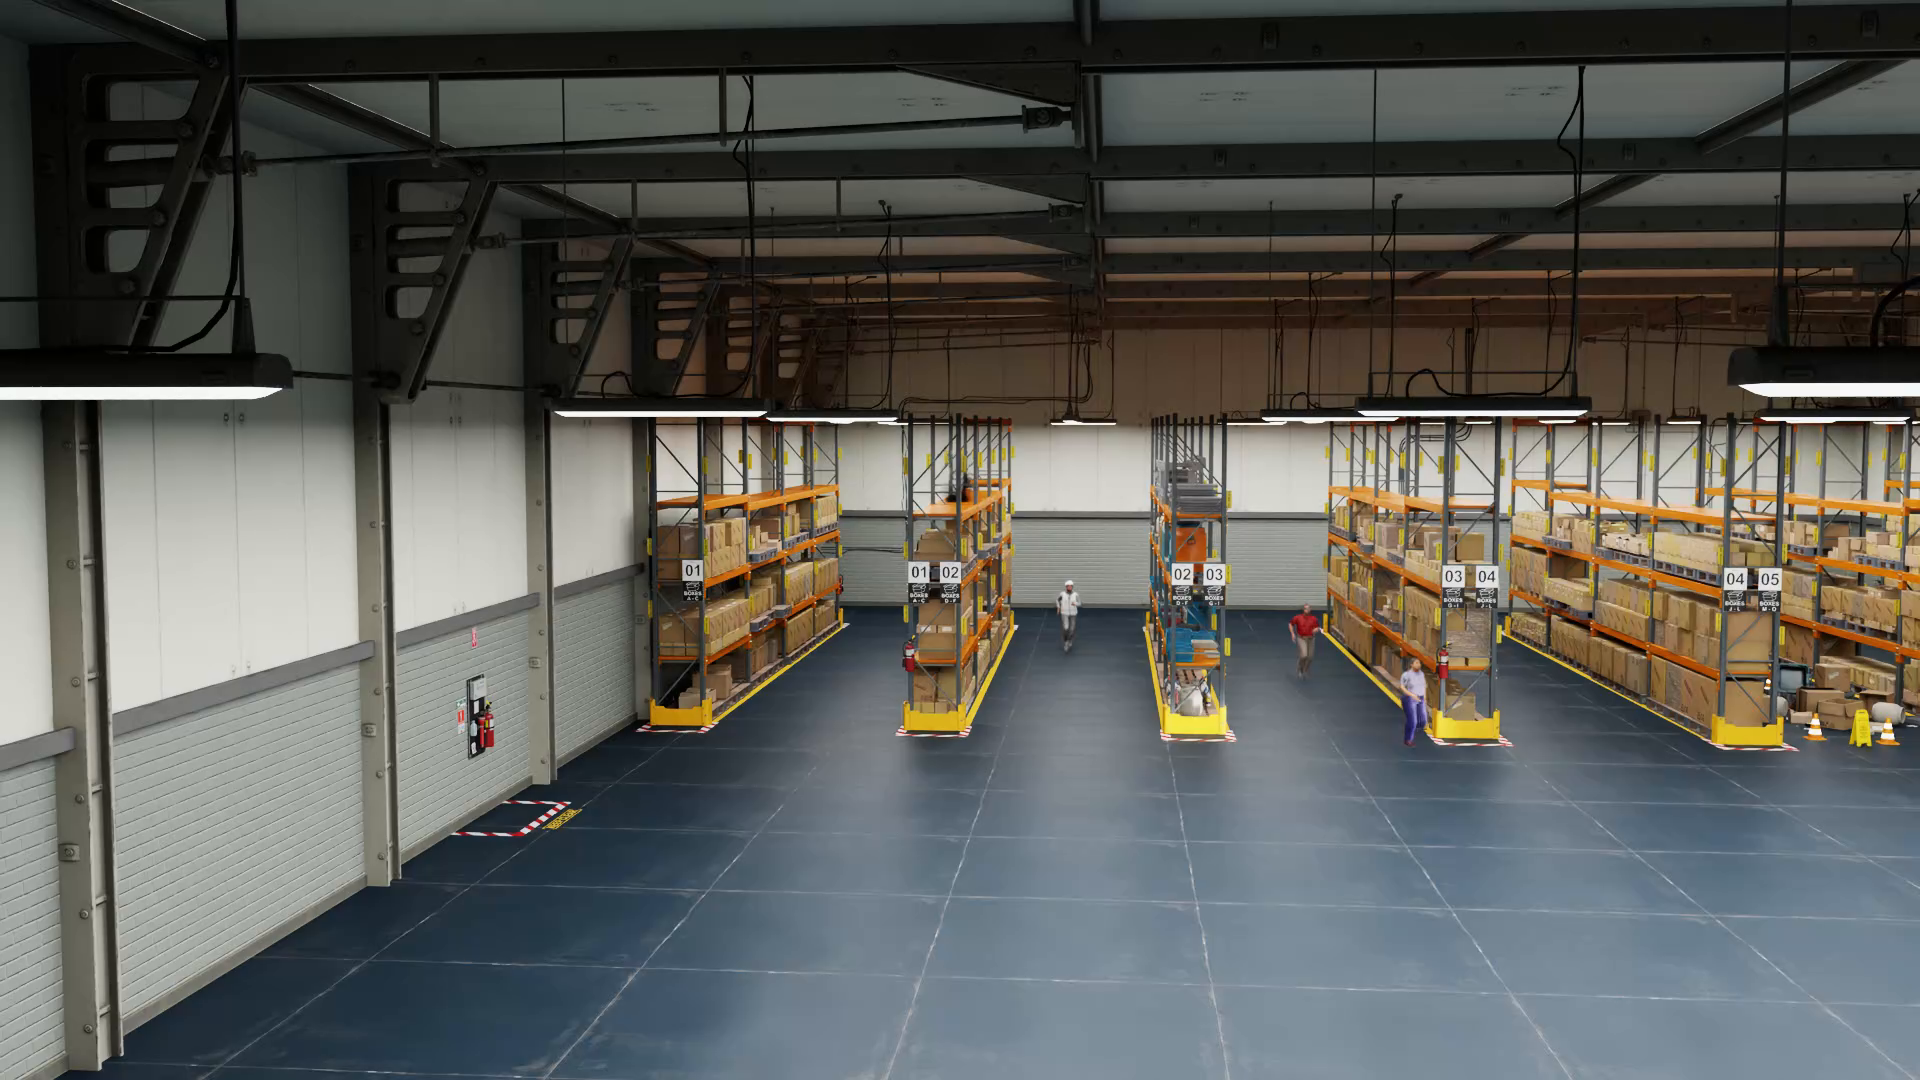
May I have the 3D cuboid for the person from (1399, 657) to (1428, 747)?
[{"bbox_3d":[8.201,2.919,29.983,0.642,1.616,0.558,-2,4,-26],"label":"person"}]

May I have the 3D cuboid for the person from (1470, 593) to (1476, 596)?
[{"bbox_3d":[14.592,1.685,47.338,0.559,1.690,0.785,0,4,3],"label":"person"}]

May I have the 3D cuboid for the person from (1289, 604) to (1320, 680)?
[{"bbox_3d":[7.863,2.330,37.791,0.637,1.738,0.682,-1,4,-8],"label":"person"}]

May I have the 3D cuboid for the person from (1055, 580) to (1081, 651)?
[{"bbox_3d":[2.811,1.954,42.936,0.624,1.834,0.759,0,4,-6],"label":"person"}]
